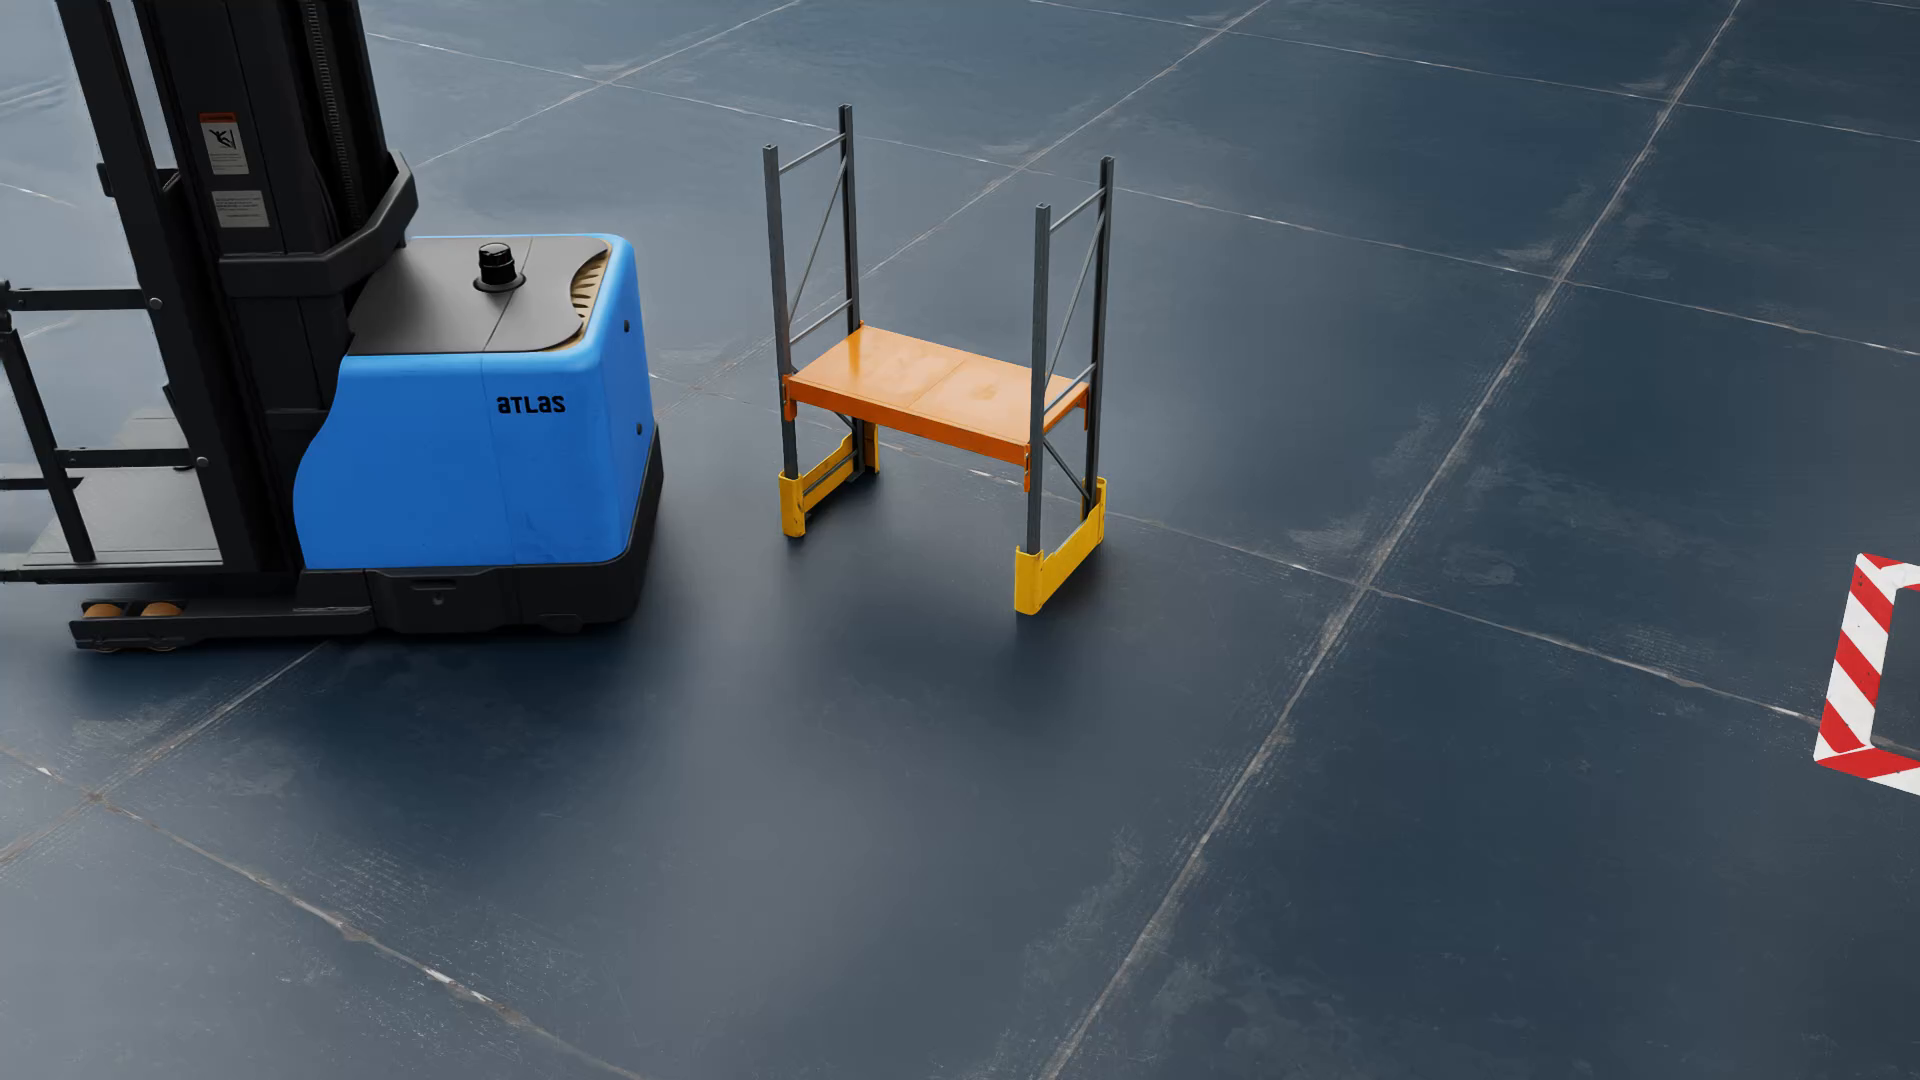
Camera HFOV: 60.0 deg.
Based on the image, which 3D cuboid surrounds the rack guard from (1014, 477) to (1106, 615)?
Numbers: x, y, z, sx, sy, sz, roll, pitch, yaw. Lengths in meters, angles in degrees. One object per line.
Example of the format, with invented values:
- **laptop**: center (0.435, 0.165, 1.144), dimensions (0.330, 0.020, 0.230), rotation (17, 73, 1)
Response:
- **rack guard**: center (0.366, 0.012, 6.007), dimensions (0.087, 0.250, 0.587), rotation (18, 37, 24)

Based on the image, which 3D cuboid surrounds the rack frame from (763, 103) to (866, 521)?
- **rack frame**: center (-0.515, -0.788, 6.079), dimensions (0.032, 1.500, 0.500), rotation (18, 37, 24)

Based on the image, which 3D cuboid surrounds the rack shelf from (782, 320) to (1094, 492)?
- **rack shelf**: center (-0.074, -0.498, 5.969), dimensions (1.000, 0.185, 0.538), rotation (18, 37, 24)

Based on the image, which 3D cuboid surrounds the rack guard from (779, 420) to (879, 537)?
- **rack guard**: center (-0.499, -0.262, 6.418), dimensions (0.087, 0.250, 0.587), rotation (18, 37, 24)

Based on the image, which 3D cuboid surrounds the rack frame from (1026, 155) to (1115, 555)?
- **rack frame**: center (0.367, -0.508, 5.660), dimensions (0.032, 1.500, 0.500), rotation (18, 37, 24)

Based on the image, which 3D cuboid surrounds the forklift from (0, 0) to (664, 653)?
- **forklift**: center (-2.651, -1.136, 5.311), dimensions (3.031, 2.935, 1.130), rotation (-1, 34, -2)

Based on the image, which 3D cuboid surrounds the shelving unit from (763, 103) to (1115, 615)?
- **shelving unit**: center (-0.066, -0.645, 5.866), dimensions (1.083, 1.500, 0.587), rotation (18, 37, 24)
